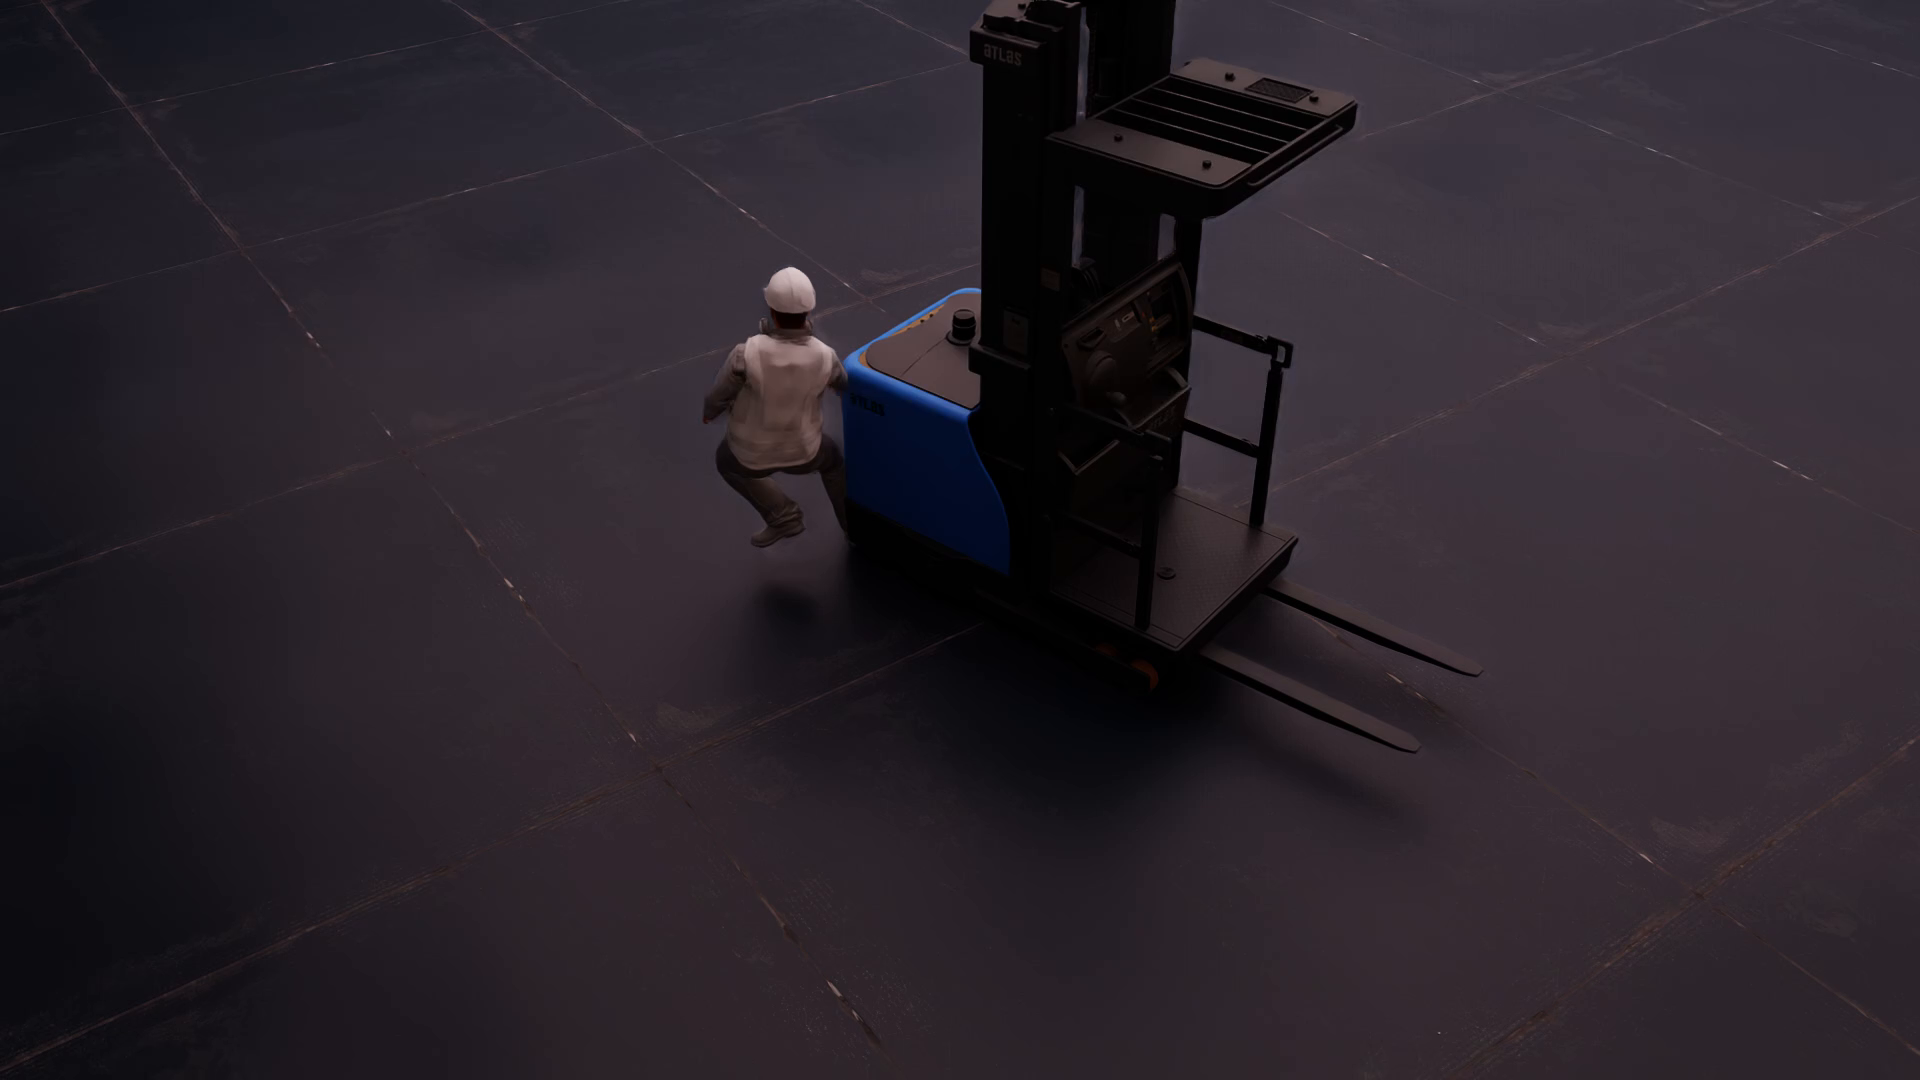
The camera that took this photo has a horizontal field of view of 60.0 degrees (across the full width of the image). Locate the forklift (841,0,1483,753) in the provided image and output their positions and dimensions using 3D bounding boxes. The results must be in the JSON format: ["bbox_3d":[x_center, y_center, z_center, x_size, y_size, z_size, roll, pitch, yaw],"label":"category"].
[{"bbox_3d":[0.895,-0.836,7.075,3.031,2.935,1.130,25,43,30],"label":"forklift"}]

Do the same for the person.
[{"bbox_3d":[-0.816,-0.586,7.845,0.780,1.639,0.681,-9,37,-11],"label":"person"}]
